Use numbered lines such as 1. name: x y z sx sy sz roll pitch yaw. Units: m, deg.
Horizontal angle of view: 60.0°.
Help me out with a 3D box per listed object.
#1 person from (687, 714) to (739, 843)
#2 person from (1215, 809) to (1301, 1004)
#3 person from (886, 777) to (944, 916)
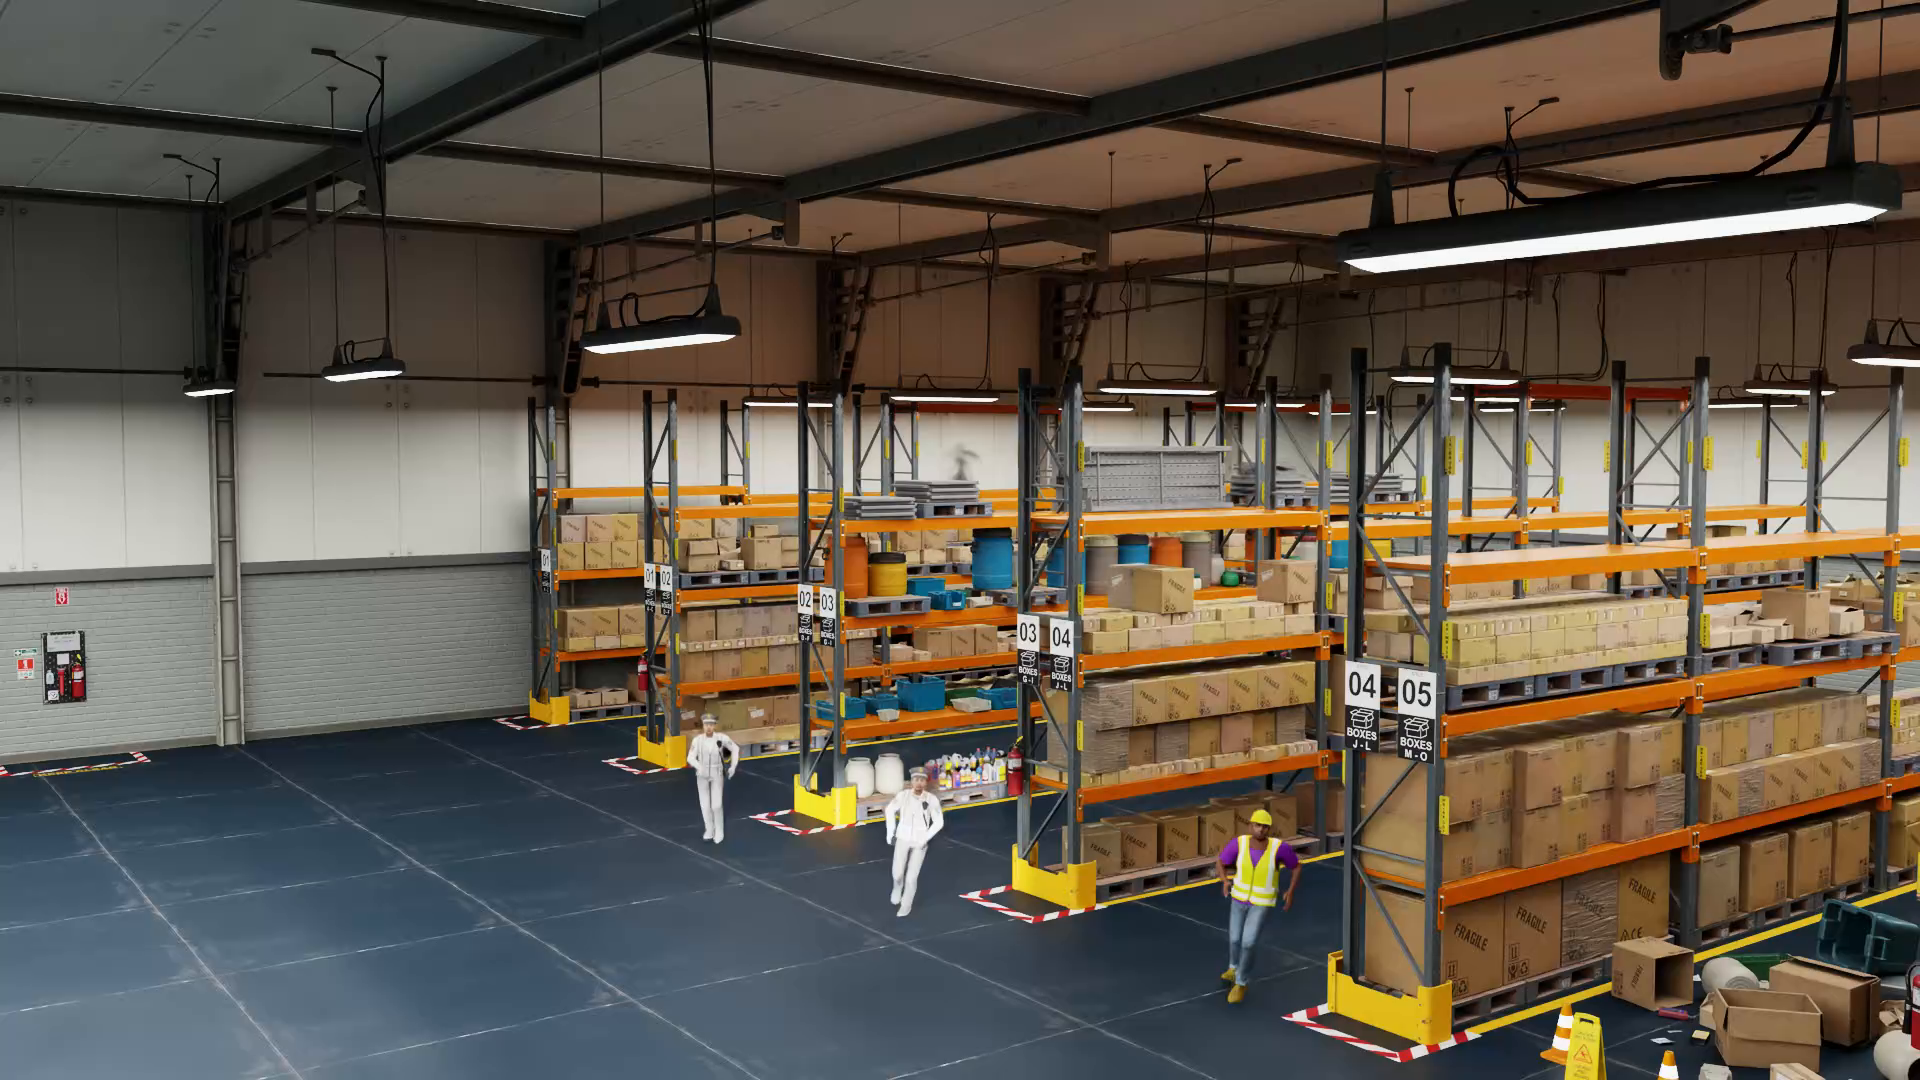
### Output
1. person: -3.187 3.068 21.391 0.638 1.697 0.634 0 3 -2
2. person: 2.748 3.390 15.506 0.761 1.779 0.690 2 4 26
3. person: -0.497 3.307 18.158 0.656 1.582 0.495 0 3 4
